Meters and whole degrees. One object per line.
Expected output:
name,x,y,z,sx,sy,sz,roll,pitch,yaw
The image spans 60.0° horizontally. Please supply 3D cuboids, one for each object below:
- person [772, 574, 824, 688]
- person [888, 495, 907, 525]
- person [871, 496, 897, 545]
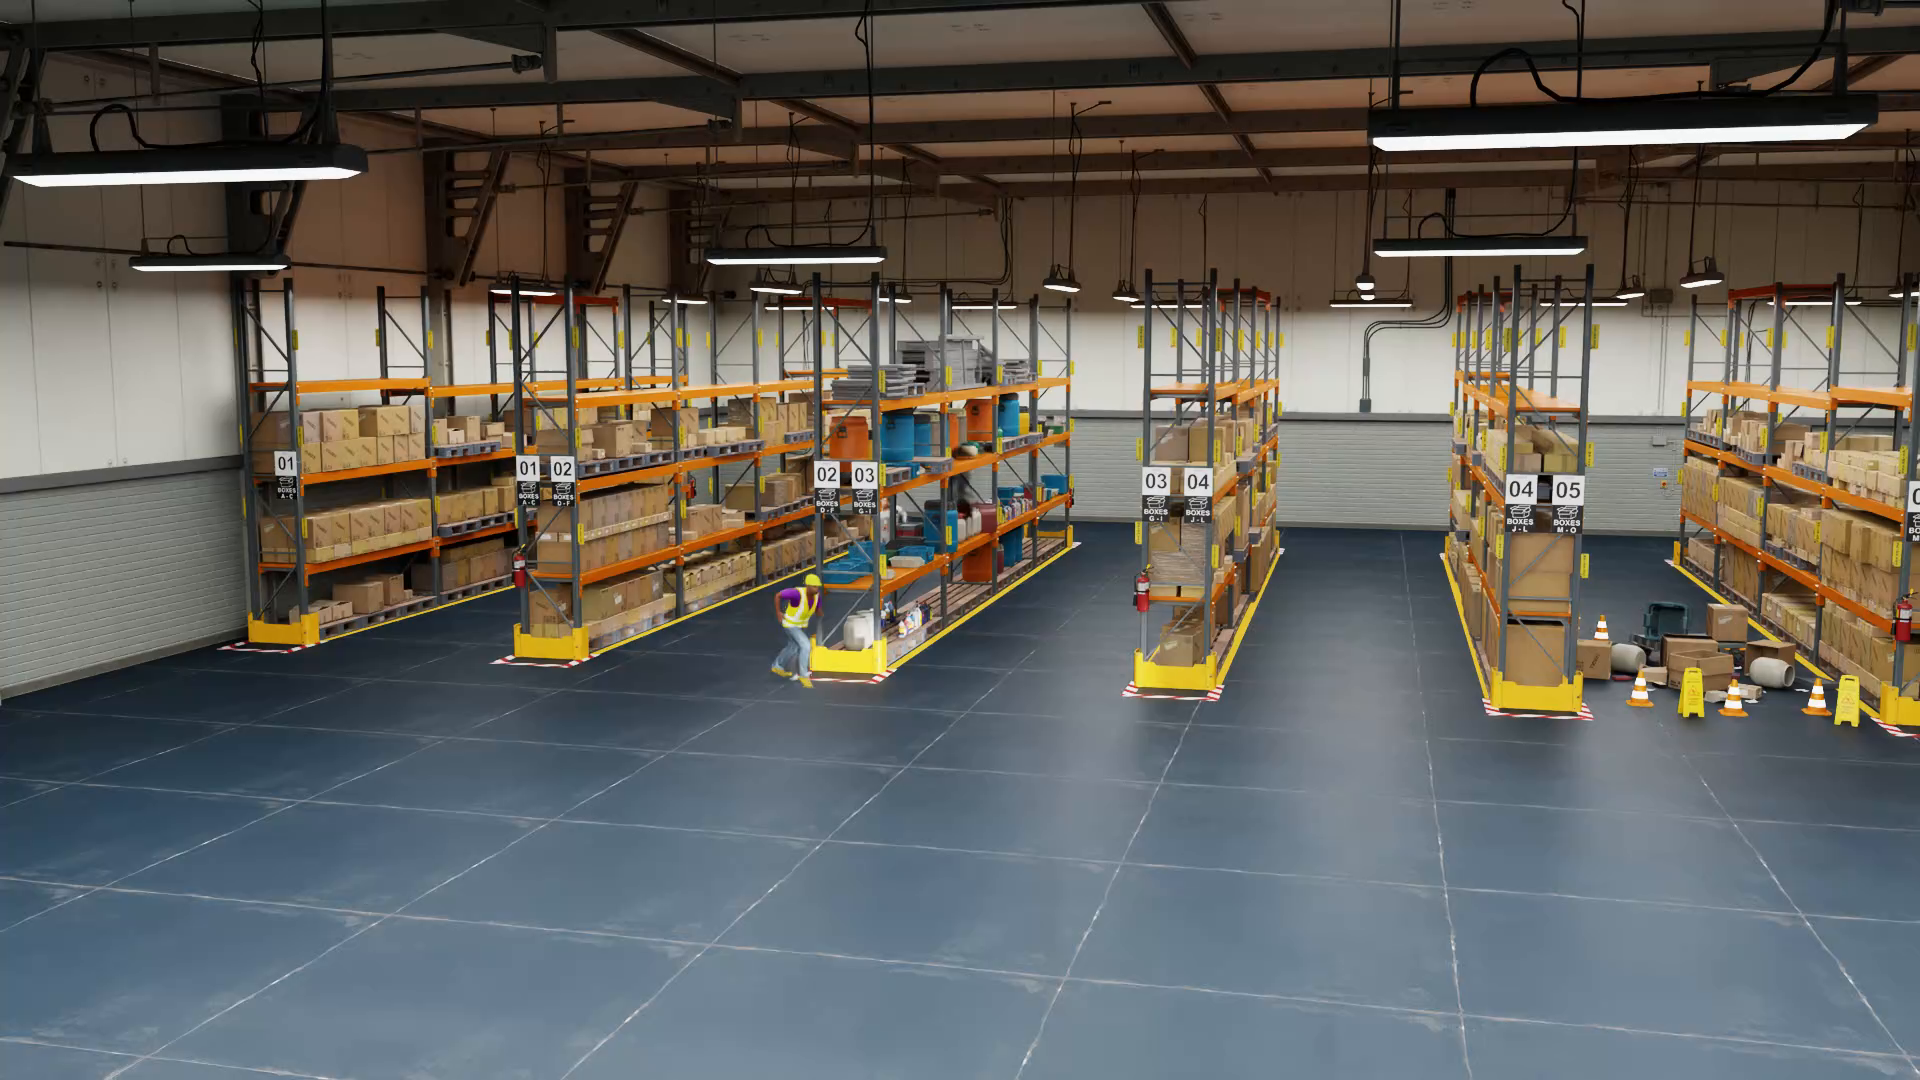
person,-2.401,1.316,24.191,1.026,1.710,0.747,6,9,39
person,-1.479,-0.151,36.023,0.570,1.744,0.806,1,7,11
person,-1.529,-0.001,32.907,0.555,1.574,0.619,1,7,12
